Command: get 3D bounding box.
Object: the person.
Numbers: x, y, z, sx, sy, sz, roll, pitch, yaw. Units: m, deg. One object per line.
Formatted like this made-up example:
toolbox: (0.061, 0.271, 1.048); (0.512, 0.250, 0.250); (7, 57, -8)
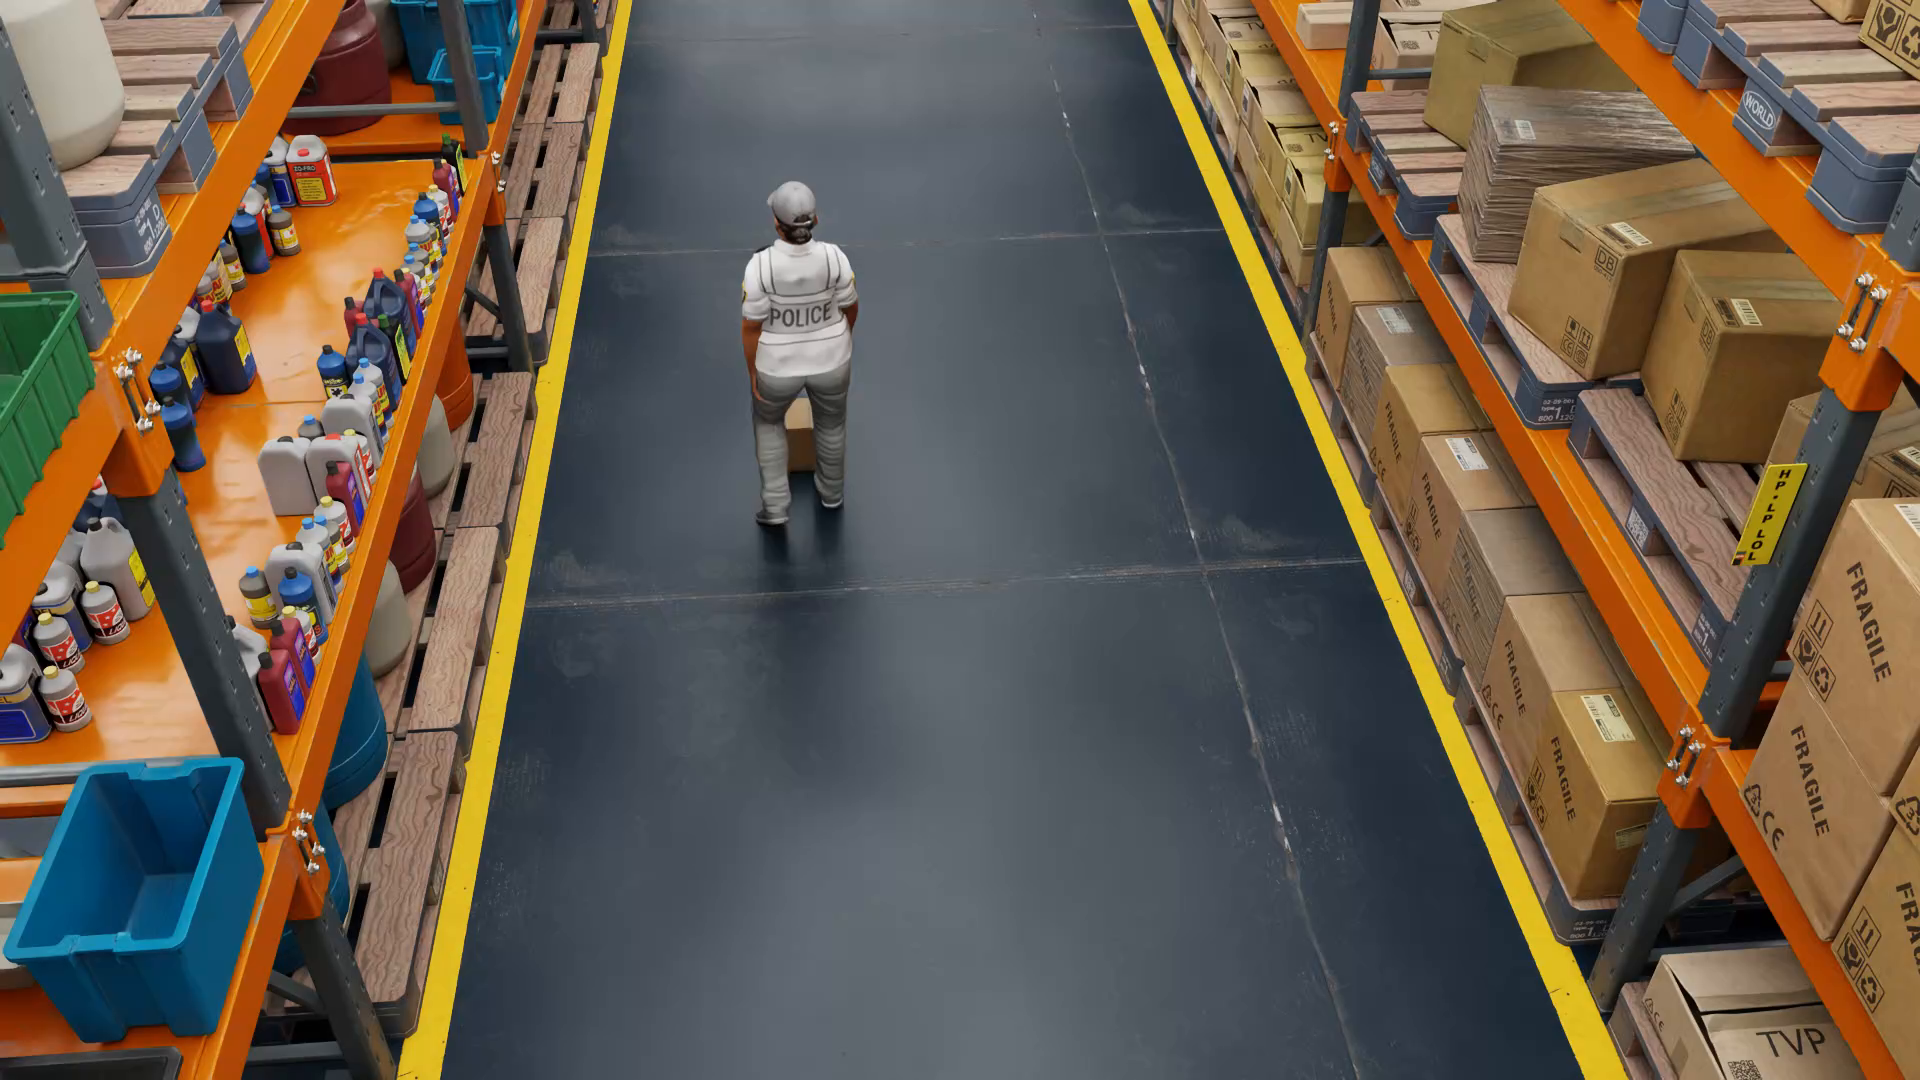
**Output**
person: (-0.683, -0.769, 7.112); (0.513, 1.723, 0.500); (-8, 40, -9)
